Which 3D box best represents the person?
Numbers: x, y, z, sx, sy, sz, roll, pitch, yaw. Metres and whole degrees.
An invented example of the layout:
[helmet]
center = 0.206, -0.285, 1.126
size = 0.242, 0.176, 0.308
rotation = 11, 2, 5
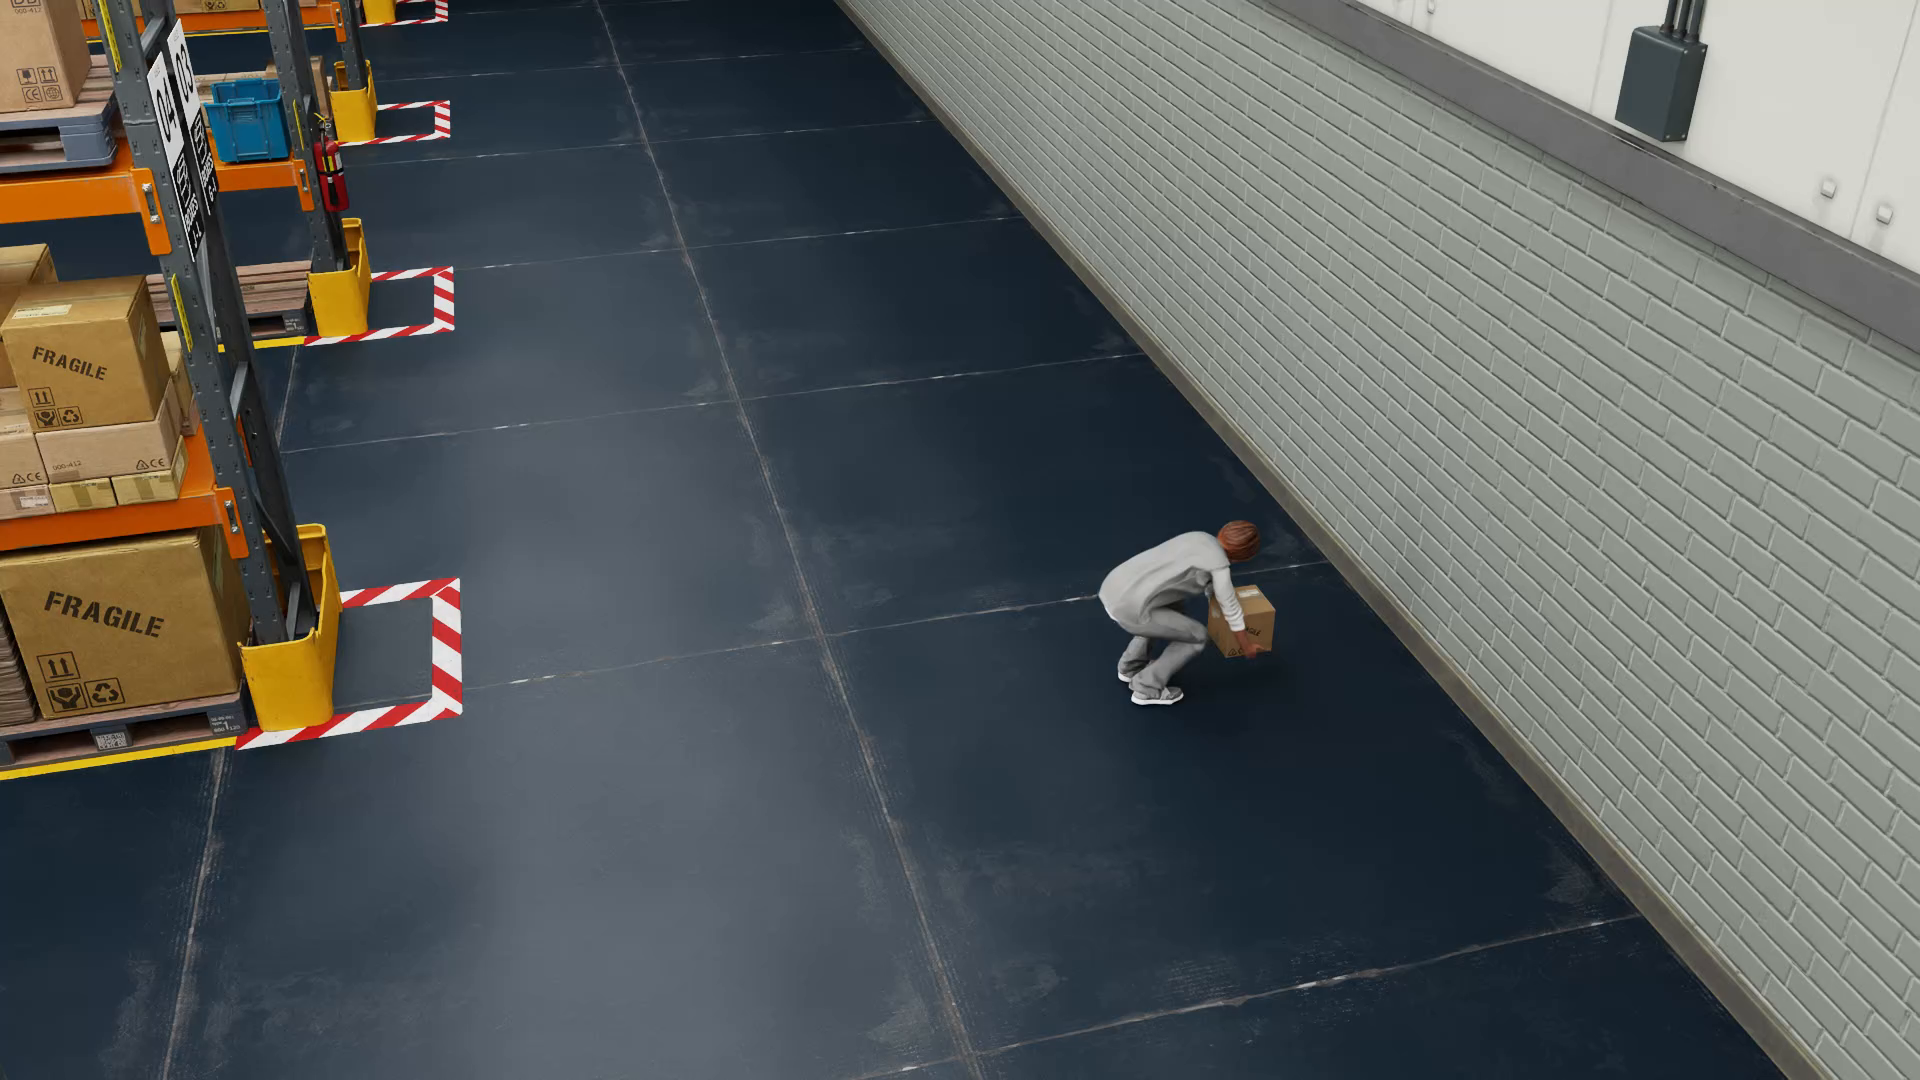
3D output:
[person]
center = 1.098, 0.272, 8.285
size = 0.851, 0.708, 0.388
rotation = -9, 32, -15
